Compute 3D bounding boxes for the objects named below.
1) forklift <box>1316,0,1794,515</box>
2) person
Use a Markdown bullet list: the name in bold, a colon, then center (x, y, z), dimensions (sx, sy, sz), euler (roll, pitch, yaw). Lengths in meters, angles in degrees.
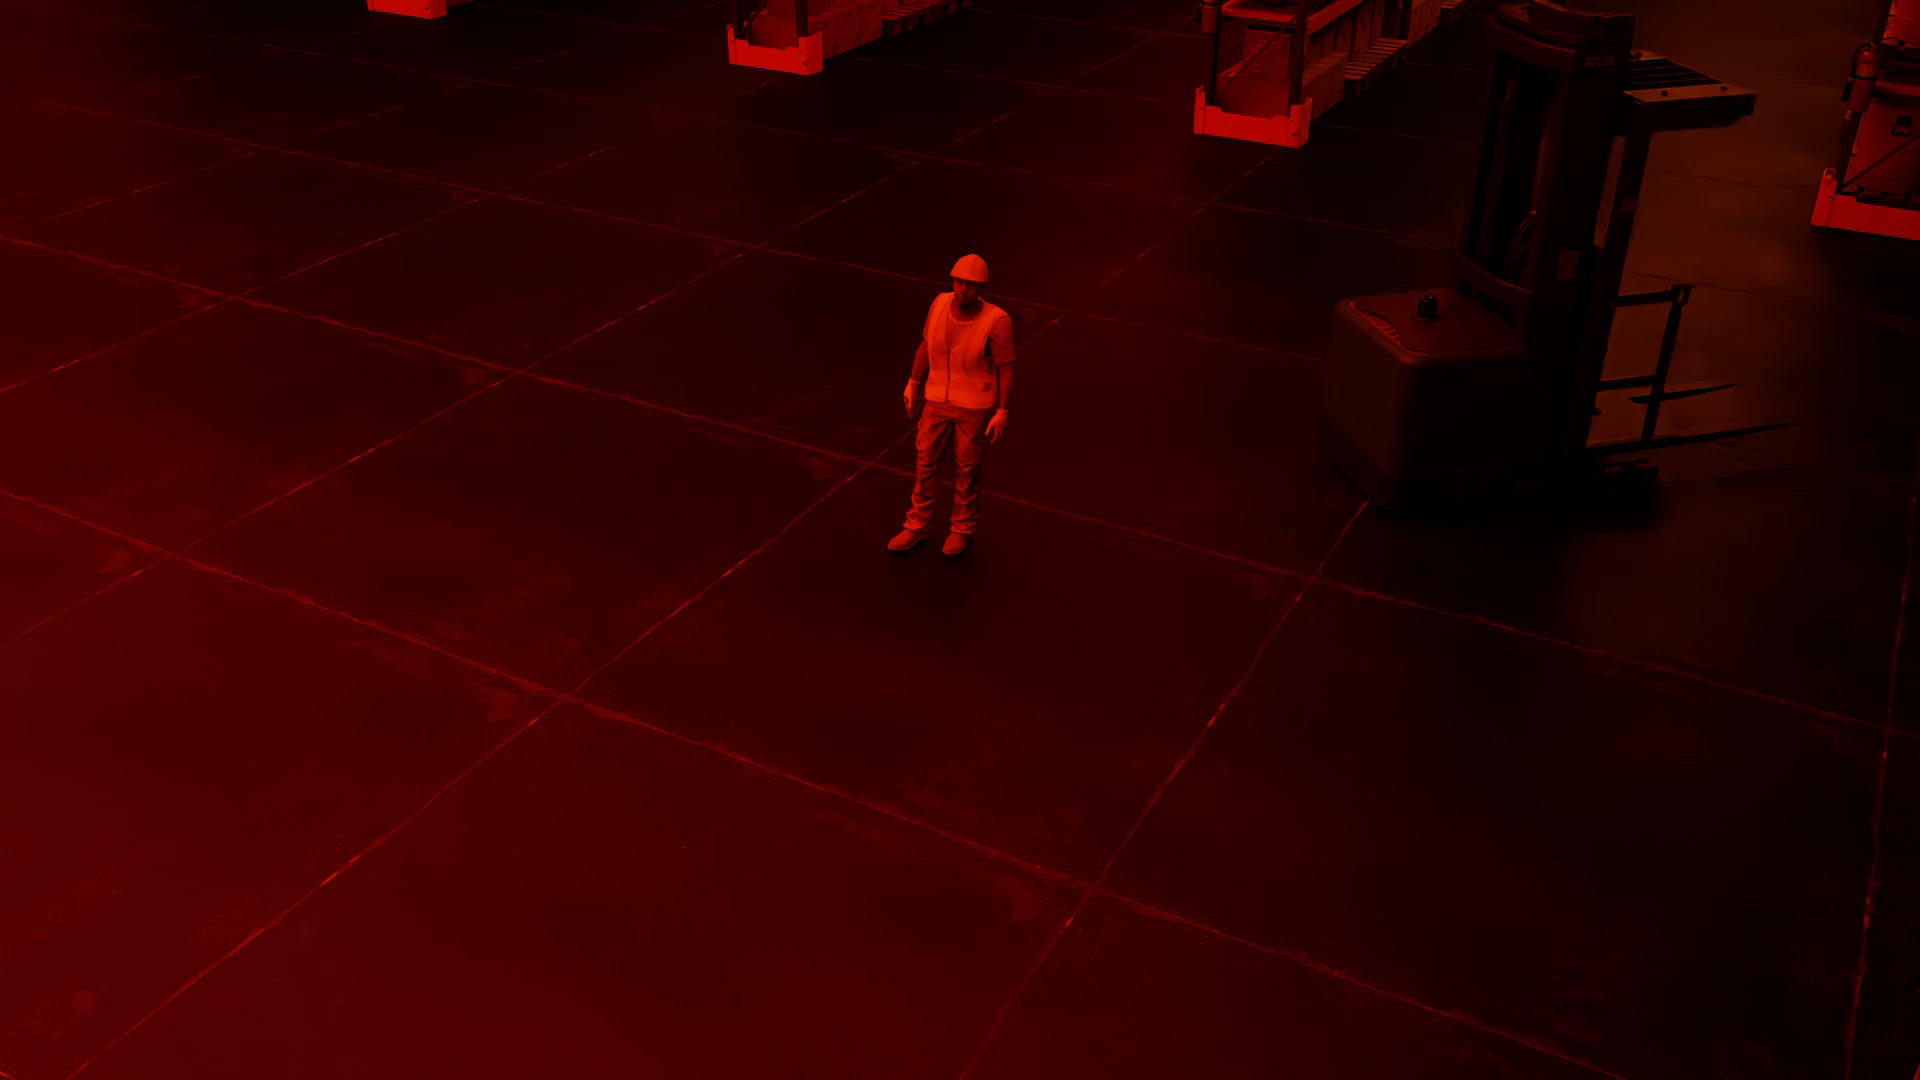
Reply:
- **forklift**: center (3.922, -1.817, 10.219), dimensions (3.031, 2.935, 1.130), euler (-8, 31, -13)
- **person**: center (-0.043, -0.749, 9.502), dimensions (0.657, 1.785, 0.575), euler (15, 33, 25)
